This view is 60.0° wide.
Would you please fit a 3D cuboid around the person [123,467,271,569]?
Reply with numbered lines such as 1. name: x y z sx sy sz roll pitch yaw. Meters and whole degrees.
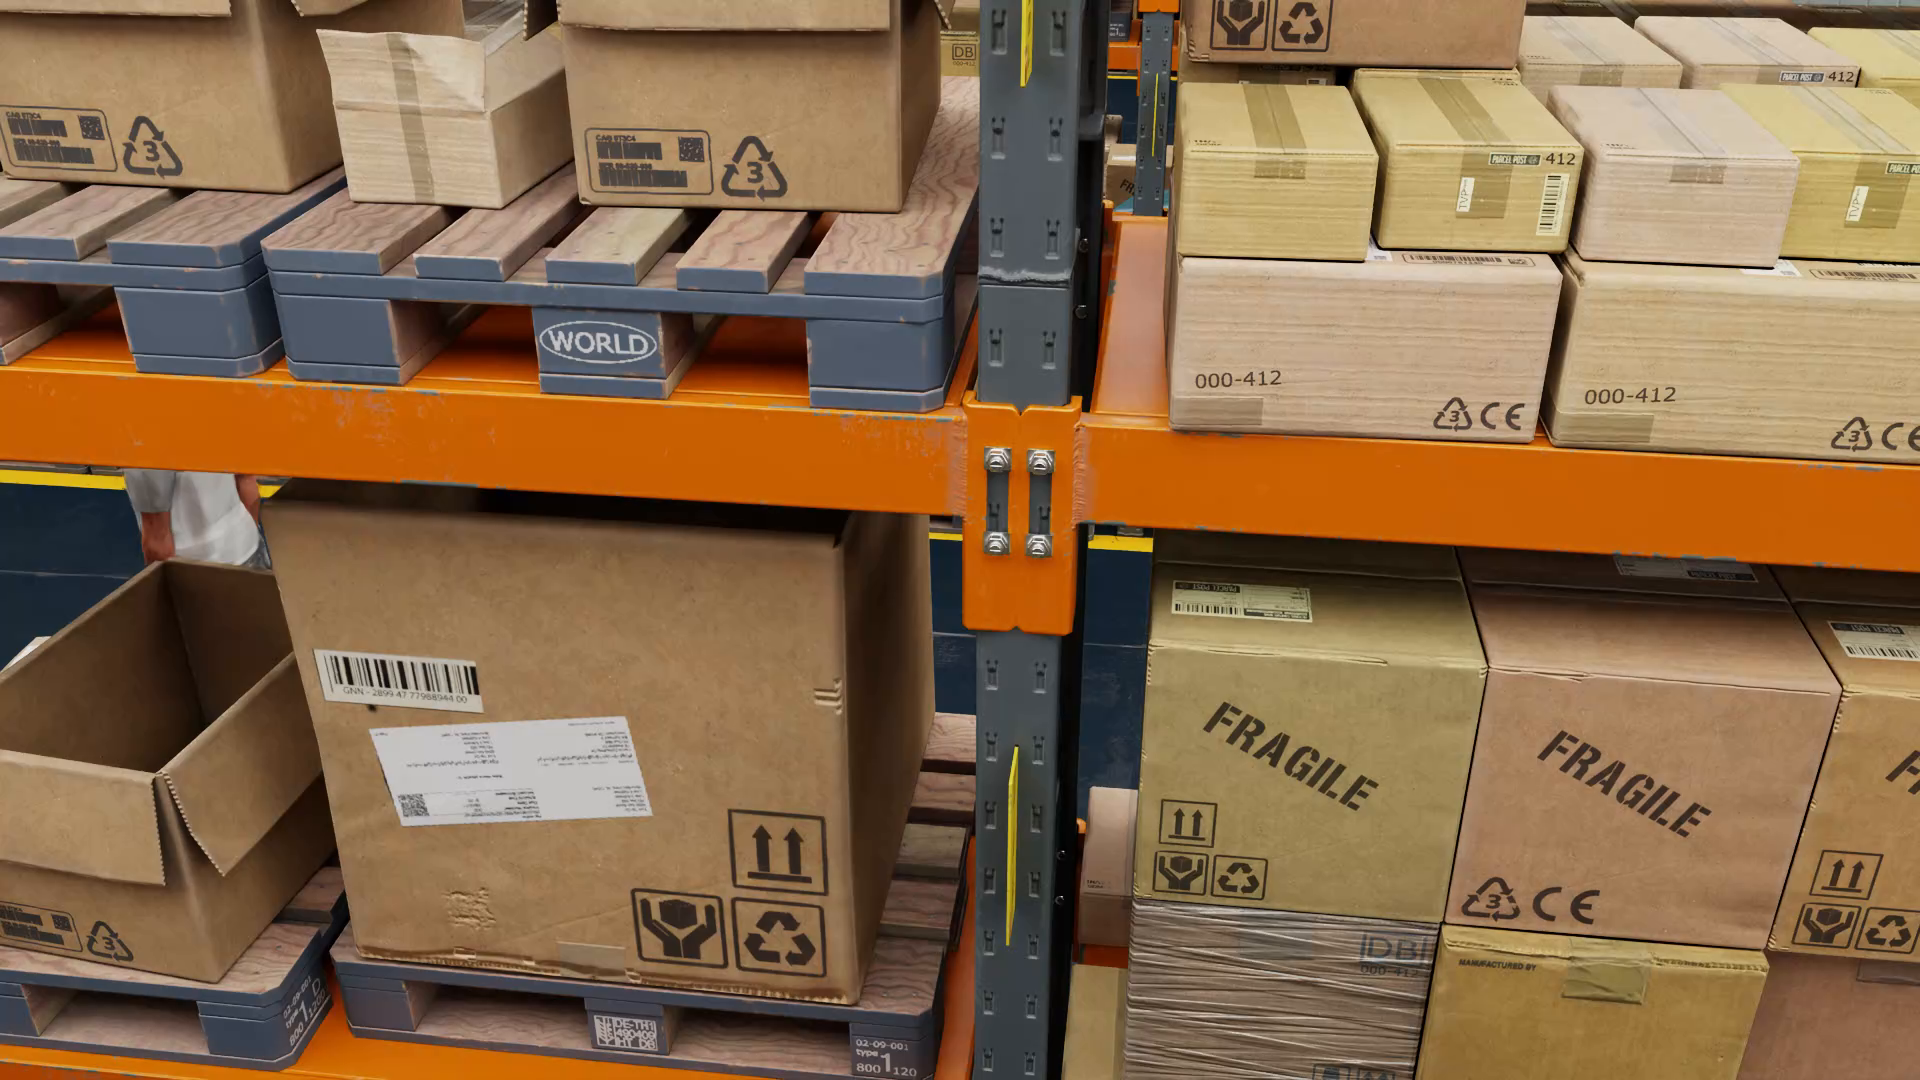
1. person: -2.642 0.093 5.867 0.547 1.781 0.588 7 29 12
